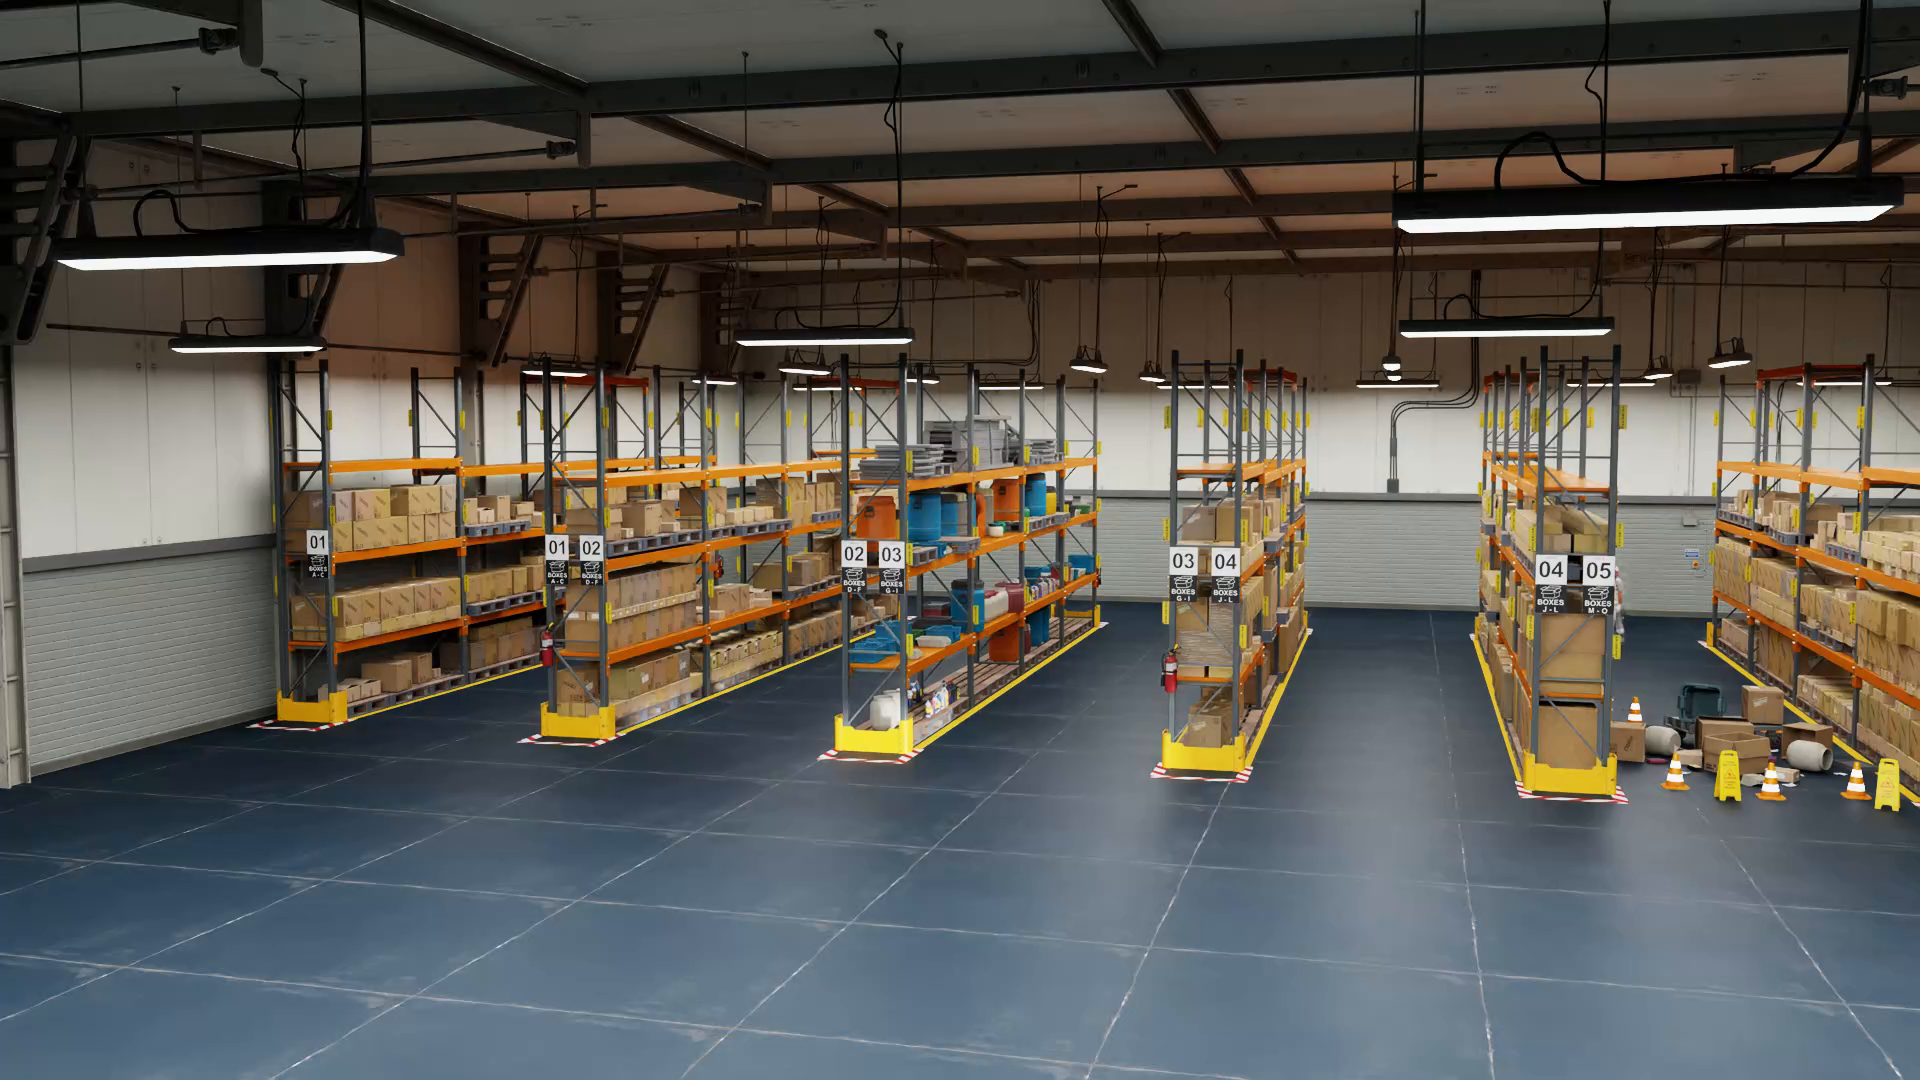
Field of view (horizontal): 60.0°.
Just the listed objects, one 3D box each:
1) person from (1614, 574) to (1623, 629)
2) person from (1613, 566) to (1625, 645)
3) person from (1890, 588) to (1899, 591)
[{"bbox_3d":[15.573,1.263,39.853,0.585,1.708,0.533,1,4,12],"label":"person"},{"bbox_3d":[14.481,1.454,37.007,0.638,1.788,0.563,2,4,20],"label":"person"},{"bbox_3d":[18.469,1.755,32.827,0.419,1.793,0.605,3,5,32],"label":"person"}]
